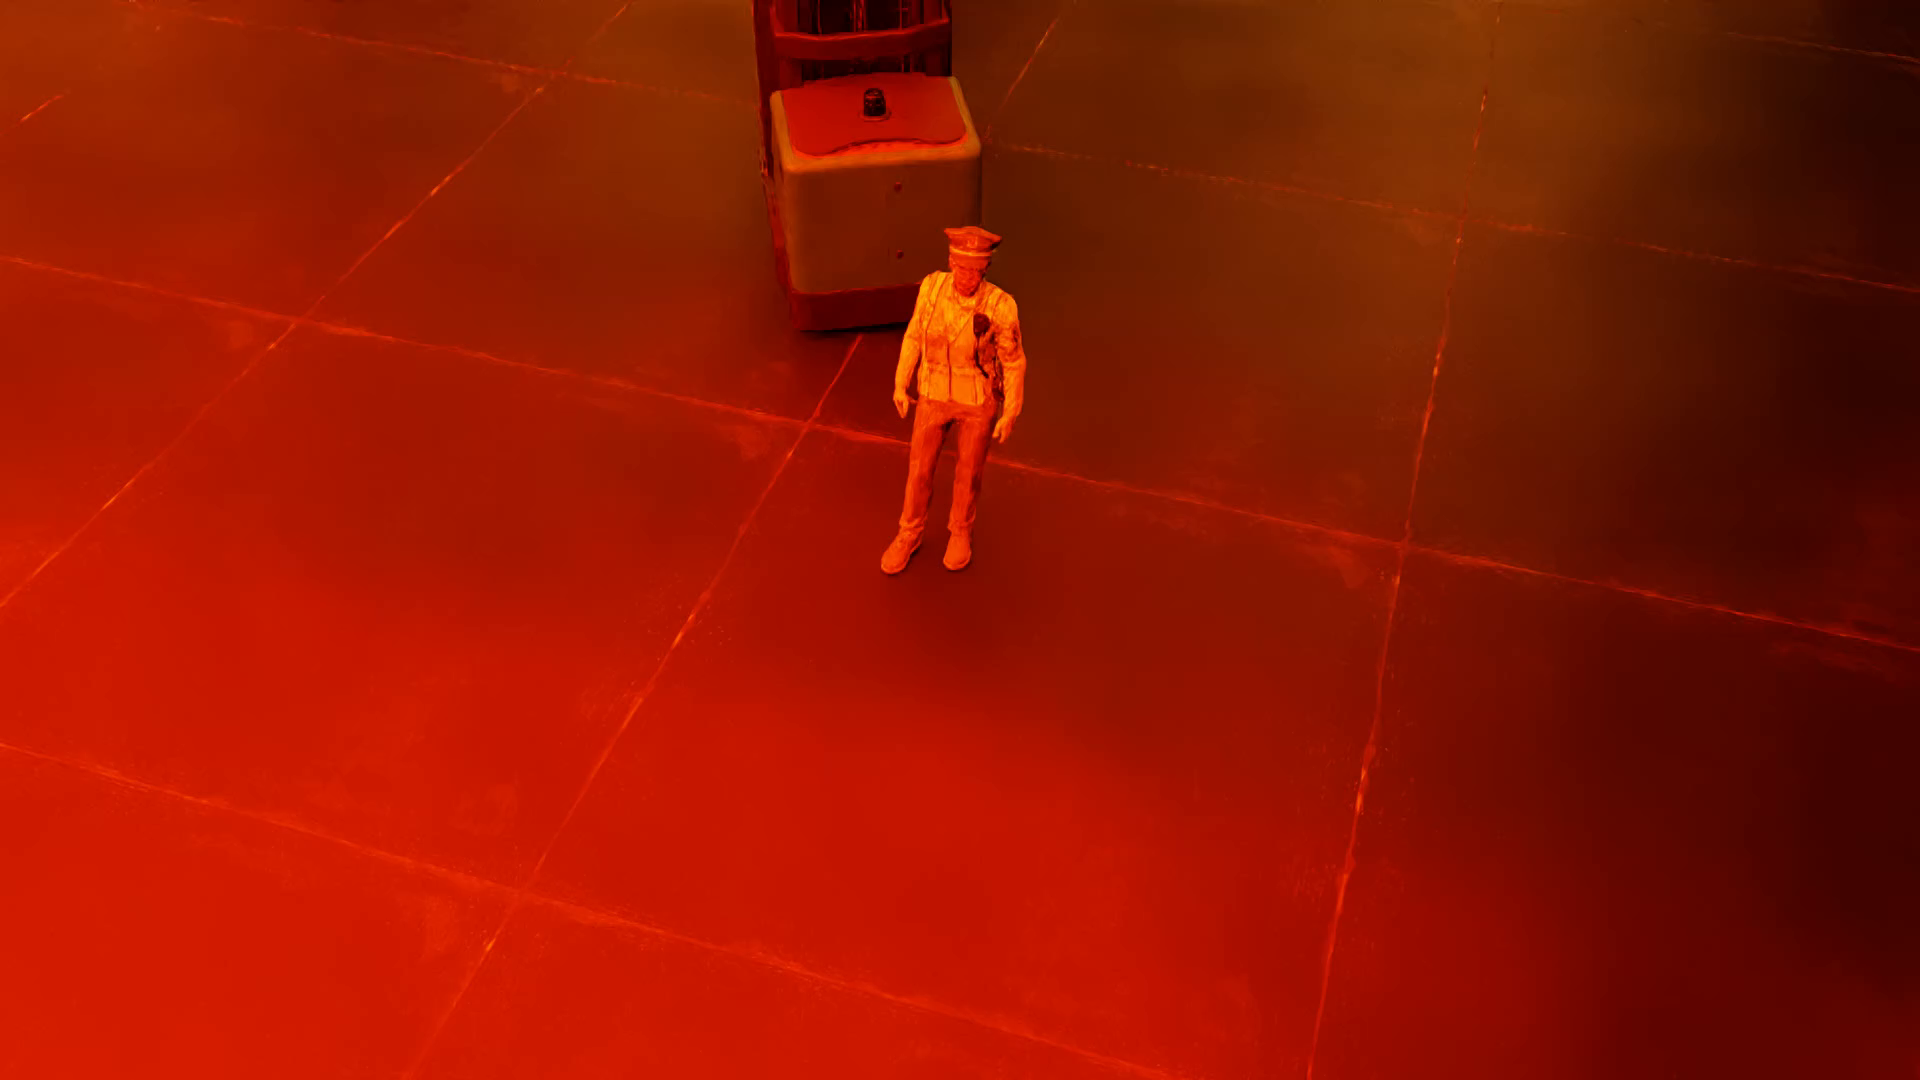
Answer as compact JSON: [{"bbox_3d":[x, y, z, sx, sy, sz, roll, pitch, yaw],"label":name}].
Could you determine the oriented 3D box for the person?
[{"bbox_3d":[-0.027,-0.584,7.213,0.586,1.695,0.532,12,44,13],"label":"person"}]

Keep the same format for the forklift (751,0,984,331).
[{"bbox_3d":[-0.631,-3.209,9.138,1.130,2.935,3.031,-7,43,-7],"label":"forklift"}]
